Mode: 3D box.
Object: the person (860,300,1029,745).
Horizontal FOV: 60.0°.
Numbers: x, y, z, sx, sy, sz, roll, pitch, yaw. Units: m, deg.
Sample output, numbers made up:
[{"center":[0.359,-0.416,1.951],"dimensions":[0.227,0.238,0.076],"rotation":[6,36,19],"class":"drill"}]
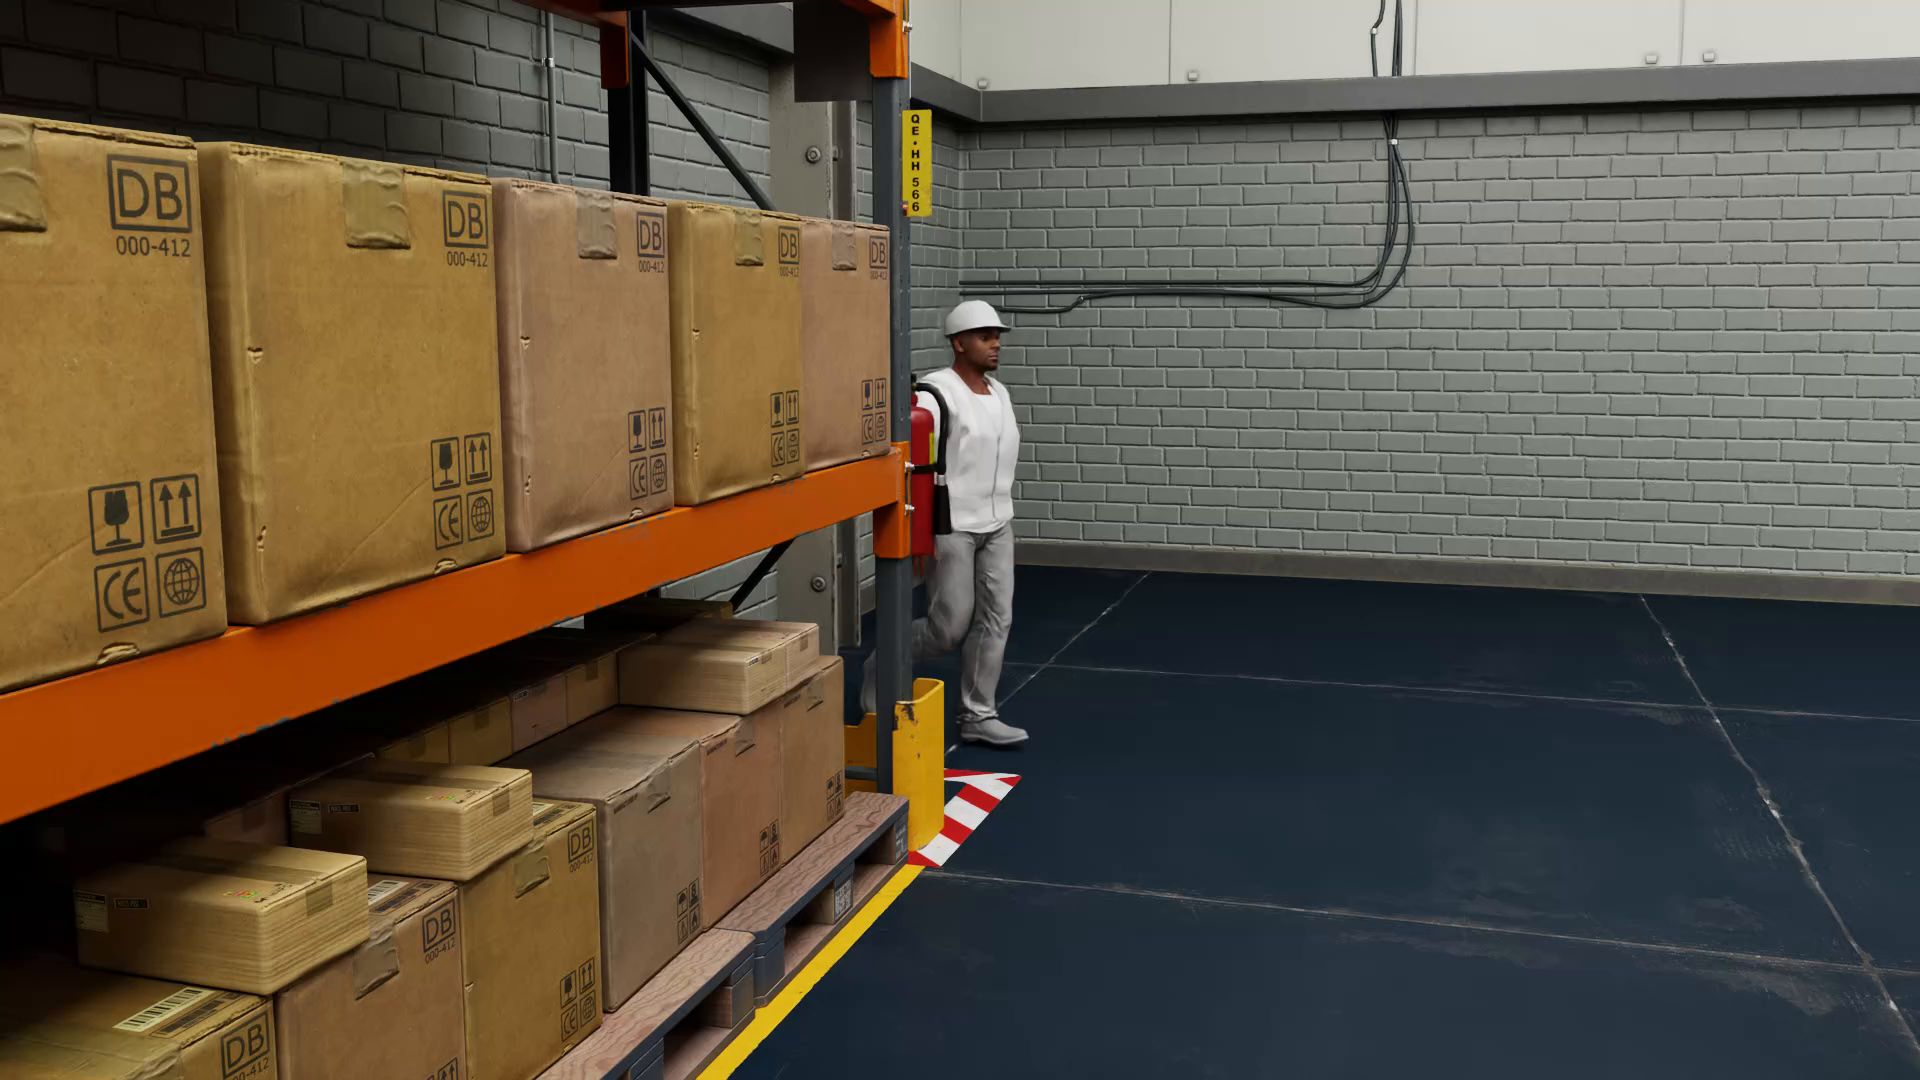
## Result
[{"center":[-0.058,-0.064,6.593],"dimensions":[0.680,1.756,0.582],"rotation":[7,11,40],"class":"person"}]
